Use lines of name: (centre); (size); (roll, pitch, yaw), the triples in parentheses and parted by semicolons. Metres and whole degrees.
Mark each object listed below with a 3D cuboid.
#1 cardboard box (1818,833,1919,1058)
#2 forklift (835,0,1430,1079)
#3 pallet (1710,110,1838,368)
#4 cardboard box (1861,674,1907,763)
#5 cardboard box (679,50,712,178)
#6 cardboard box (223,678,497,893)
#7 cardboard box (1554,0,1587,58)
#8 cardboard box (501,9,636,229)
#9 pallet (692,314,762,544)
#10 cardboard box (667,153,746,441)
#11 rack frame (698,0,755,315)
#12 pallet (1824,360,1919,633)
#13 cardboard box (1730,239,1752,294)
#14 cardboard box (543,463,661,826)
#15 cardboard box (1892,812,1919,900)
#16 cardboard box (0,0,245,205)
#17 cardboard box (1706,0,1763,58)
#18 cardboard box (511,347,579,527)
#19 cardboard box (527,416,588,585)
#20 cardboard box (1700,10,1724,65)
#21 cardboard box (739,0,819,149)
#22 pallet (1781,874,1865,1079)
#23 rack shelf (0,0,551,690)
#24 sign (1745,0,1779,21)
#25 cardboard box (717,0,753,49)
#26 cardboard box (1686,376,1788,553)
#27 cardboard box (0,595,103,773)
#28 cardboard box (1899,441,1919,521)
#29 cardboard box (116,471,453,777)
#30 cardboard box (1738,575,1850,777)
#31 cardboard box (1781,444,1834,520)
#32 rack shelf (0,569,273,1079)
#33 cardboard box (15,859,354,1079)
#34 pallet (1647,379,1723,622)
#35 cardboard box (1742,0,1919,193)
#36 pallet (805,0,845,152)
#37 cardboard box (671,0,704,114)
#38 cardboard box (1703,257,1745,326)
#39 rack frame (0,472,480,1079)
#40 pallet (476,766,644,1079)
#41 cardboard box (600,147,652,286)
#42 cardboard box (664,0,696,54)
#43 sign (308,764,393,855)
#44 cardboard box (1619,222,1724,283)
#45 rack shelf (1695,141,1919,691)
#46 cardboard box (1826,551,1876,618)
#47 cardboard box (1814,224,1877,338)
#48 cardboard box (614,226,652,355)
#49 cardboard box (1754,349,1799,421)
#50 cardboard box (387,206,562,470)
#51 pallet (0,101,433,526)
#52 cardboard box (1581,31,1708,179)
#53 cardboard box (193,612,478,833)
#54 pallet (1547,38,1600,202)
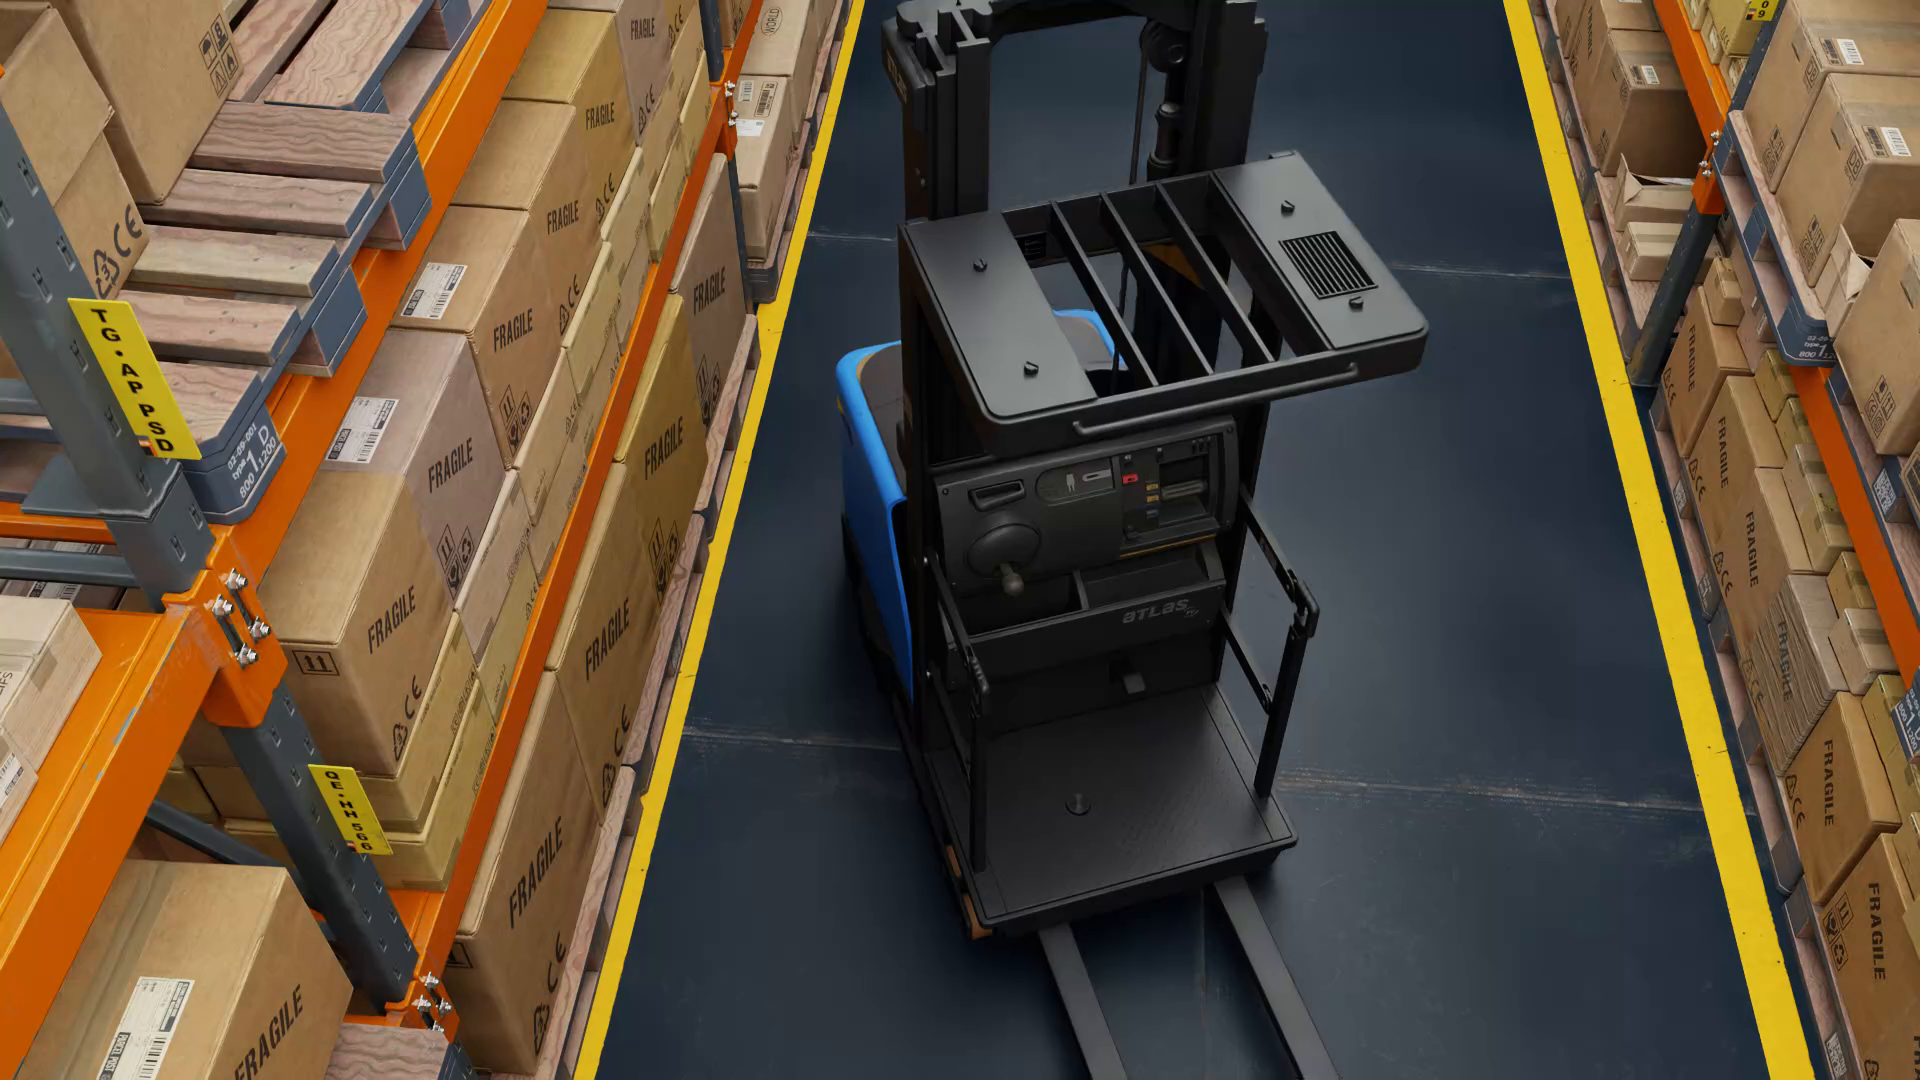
cardboard box: (3.003, 1.245, 5.014); (0.500, 0.500, 0.500); (3, 48, 3)
forklift: (0.451, 0.005, 4.785); (1.130, 2.935, 3.031); (-13, 49, -11)
pallet: (3.305, -1.060, 5.842); (1.003, 0.211, 1.213); (4, 48, 4)
cardboard box: (3.069, 0.571, 5.191); (0.380, 0.149, 0.250); (3, 48, 3)
cardboard box: (-1.246, -1.638, 6.343); (0.500, 0.250, 0.500); (3, 48, 3)
cardboard box: (-1.526, 0.612, 4.285); (0.500, 0.250, 0.500); (3, 48, 3)
cardboard box: (3.585, -2.873, 8.780); (0.700, 0.500, 0.500); (6, 48, 5)
cardboard box: (-1.353, -1.309, 5.195); (0.500, 0.500, 0.500); (5, 48, 5)
pallet: (-1.452, -0.522, 7.110); (1.003, 0.211, 1.213); (4, 48, 4)
cardboard box: (-1.433, -0.999, 6.812); (0.875, 0.875, 0.875); (5, 48, 5)
rack frame: (-1.456, -2.035, 6.605); (1.000, 3.000, 0.127); (4, 48, 4)
pallet: (3.295, -0.129, 4.992); (1.003, 0.211, 1.213); (4, 48, 4)
cardboard box: (3.250, -1.072, 6.492); (0.380, 0.149, 0.250); (3, 48, 3)
cardboard box: (-1.590, 0.322, 5.604); (0.875, 0.875, 0.875); (4, 48, 4)
cardboard box: (2.977, 0.945, 4.849); (0.380, 0.149, 0.250); (2, 48, 2)
cardboard box: (-1.920, -1.024, 3.295); (0.700, 0.500, 0.500); (2, 48, 2)
cardboard box: (3.290, -2.145, 6.605); (0.500, 0.250, 0.500); (5, 48, 5)
cardboard box: (-1.423, -0.315, 4.794); (0.500, 0.250, 0.500); (4, 48, 3)
cardboard box: (-1.443, -0.152, 4.984); (0.500, 0.250, 0.500); (5, 48, 5)
cardboard box: (3.267, -2.064, 6.801); (0.380, 0.149, 0.250); (5, 48, 5)
cardboard box: (-1.211, -2.424, 8.412); (0.875, 0.438, 0.875); (3, 48, 2)
pallet: (3.228, 1.630, 5.142); (1.003, 0.211, 1.213); (4, 48, 4)
rack shelf: (-1.639, -1.335, 4.419); (1.077, 0.370, 4.000); (4, 48, 4)
sign: (2.946, -2.027, 6.011); (0.100, 0.325, 0.005); (4, 48, 4)
cardboard box: (-1.153, -2.396, 6.867); (0.500, 0.500, 0.500); (5, 48, 5)
cardboard box: (3.180, -0.270, 6.400); (0.500, 0.500, 0.500); (3, 48, 3)
cardboard box: (-1.641, 0.222, 2.678); (0.380, 0.149, 0.250); (4, 48, 4)
cardboard box: (3.087, -0.153, 4.529); (0.797, 0.503, 0.637); (3, 48, 3)
cardboard box: (-1.533, 0.187, 3.827); (0.500, 0.500, 0.500); (2, 48, 2)
cardboard box: (3.077, 0.477, 5.716); (0.500, 0.500, 0.500); (2, 48, 2)
cardboard box: (3.158, -0.194, 5.890); (0.380, 0.149, 0.250); (4, 48, 3)
rack shelf: (-2.003, 1.604, 1.731); (1.077, 0.370, 4.000); (4, 48, 4)
cardboard box: (-1.586, 0.981, 3.292); (0.500, 0.500, 0.500); (3, 48, 2)
pallet: (3.450, -0.163, 6.782); (1.003, 0.211, 1.213); (4, 48, 4)
cardboard box: (3.220, -1.539, 5.799); (0.700, 0.500, 0.500); (5, 48, 5)
pallet: (-1.201, -2.547, 8.962); (1.003, 0.211, 1.213); (4, 48, 4)
cardboard box: (-1.255, -1.813, 6.164); (0.500, 0.250, 0.500); (4, 48, 3)
cardboard box: (3.189, -0.976, 6.605); (0.380, 0.149, 0.250); (6, 48, 5)
rack frame: (-1.821, 0.904, 3.916); (1.000, 3.000, 0.127); (4, 48, 4)
pallet: (-1.674, 1.271, 5.471); (1.003, 0.211, 1.213); (4, 48, 4)
cardboard box: (-1.334, -1.064, 5.479); (0.500, 0.250, 0.500); (5, 48, 4)
cardboard box: (-1.247, -2.061, 5.883); (0.500, 0.500, 0.500); (5, 48, 5)
sign: (-1.280, 0.570, 3.491); (0.100, 0.325, 0.005); (4, 48, 4)
cardboard box: (3.245, -1.313, 7.591); (0.380, 0.149, 0.250); (3, 48, 2)
rack shelf: (3.305, 0.008, 5.223); (1.077, 0.370, 4.000); (4, 48, 4)
cardboard box: (3.137, 0.188, 5.541); (0.380, 0.149, 0.250); (4, 48, 4)
cardboard box: (2.978, -0.805, 5.286); (0.396, 0.266, 0.258); (6, 48, 5)
cardboard box: (-1.359, -0.894, 5.663); (0.500, 0.250, 0.500); (3, 48, 2)
cardboard box: (3.229, -0.577, 6.241); (0.380, 0.149, 0.250); (2, 48, 2)
cardboard box: (-1.434, -0.557, 4.508); (0.500, 0.500, 0.500); (5, 48, 5)
pallet: (-1.815, -0.521, 3.315); (1.213, 0.211, 1.003); (6, 48, 5)
cardboard box: (3.490, -2.110, 8.083); (0.700, 0.500, 0.500); (2, 48, 2)
cardboard box: (-1.529, 0.430, 4.113); (0.500, 0.250, 0.500); (4, 48, 3)
pallet: (3.659, -2.167, 8.615); (1.003, 0.211, 1.213); (4, 48, 4)
